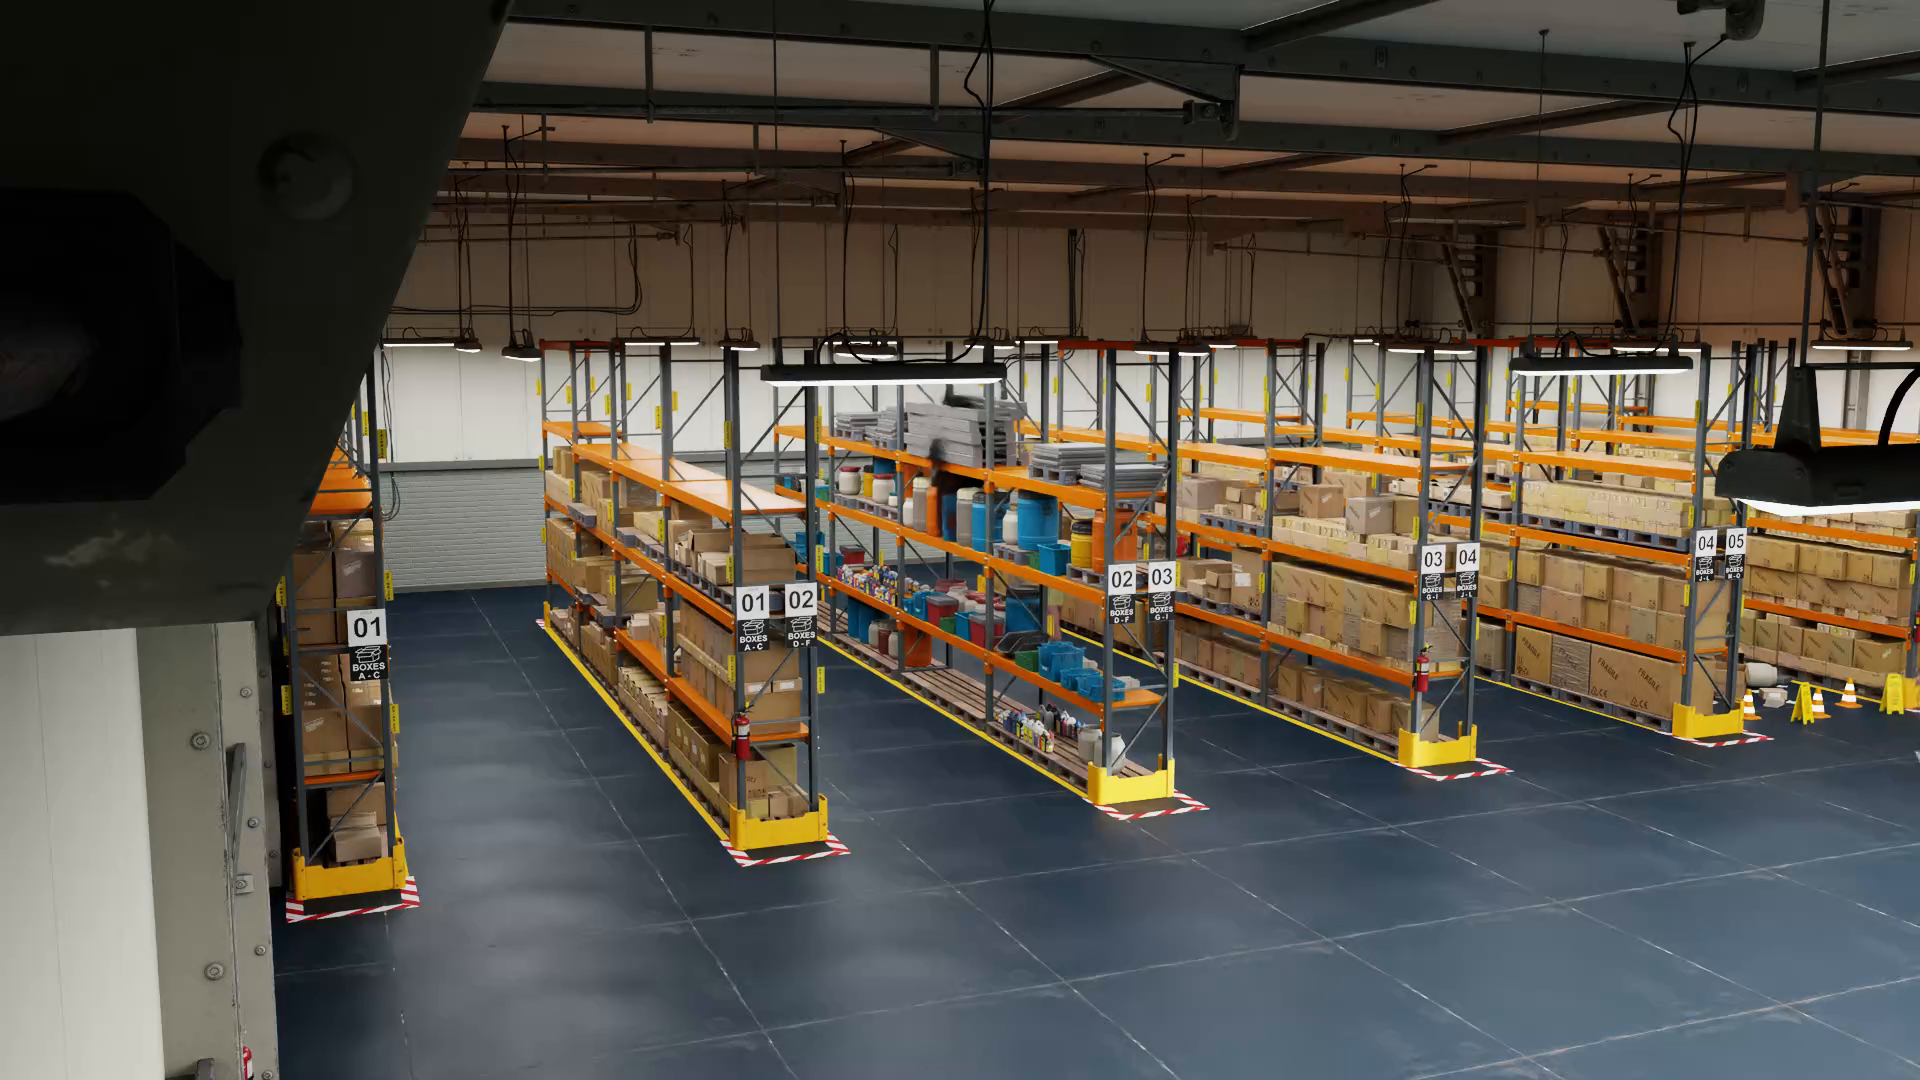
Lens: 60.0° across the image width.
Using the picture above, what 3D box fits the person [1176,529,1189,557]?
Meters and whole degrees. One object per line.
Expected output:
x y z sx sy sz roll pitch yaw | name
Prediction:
4.847 0.573 37.660 0.643 1.775 0.846 -3 8 -20 | person

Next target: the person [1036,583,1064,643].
1.762 1.218 30.630 0.570 1.700 0.896 -5 9 -31 | person
